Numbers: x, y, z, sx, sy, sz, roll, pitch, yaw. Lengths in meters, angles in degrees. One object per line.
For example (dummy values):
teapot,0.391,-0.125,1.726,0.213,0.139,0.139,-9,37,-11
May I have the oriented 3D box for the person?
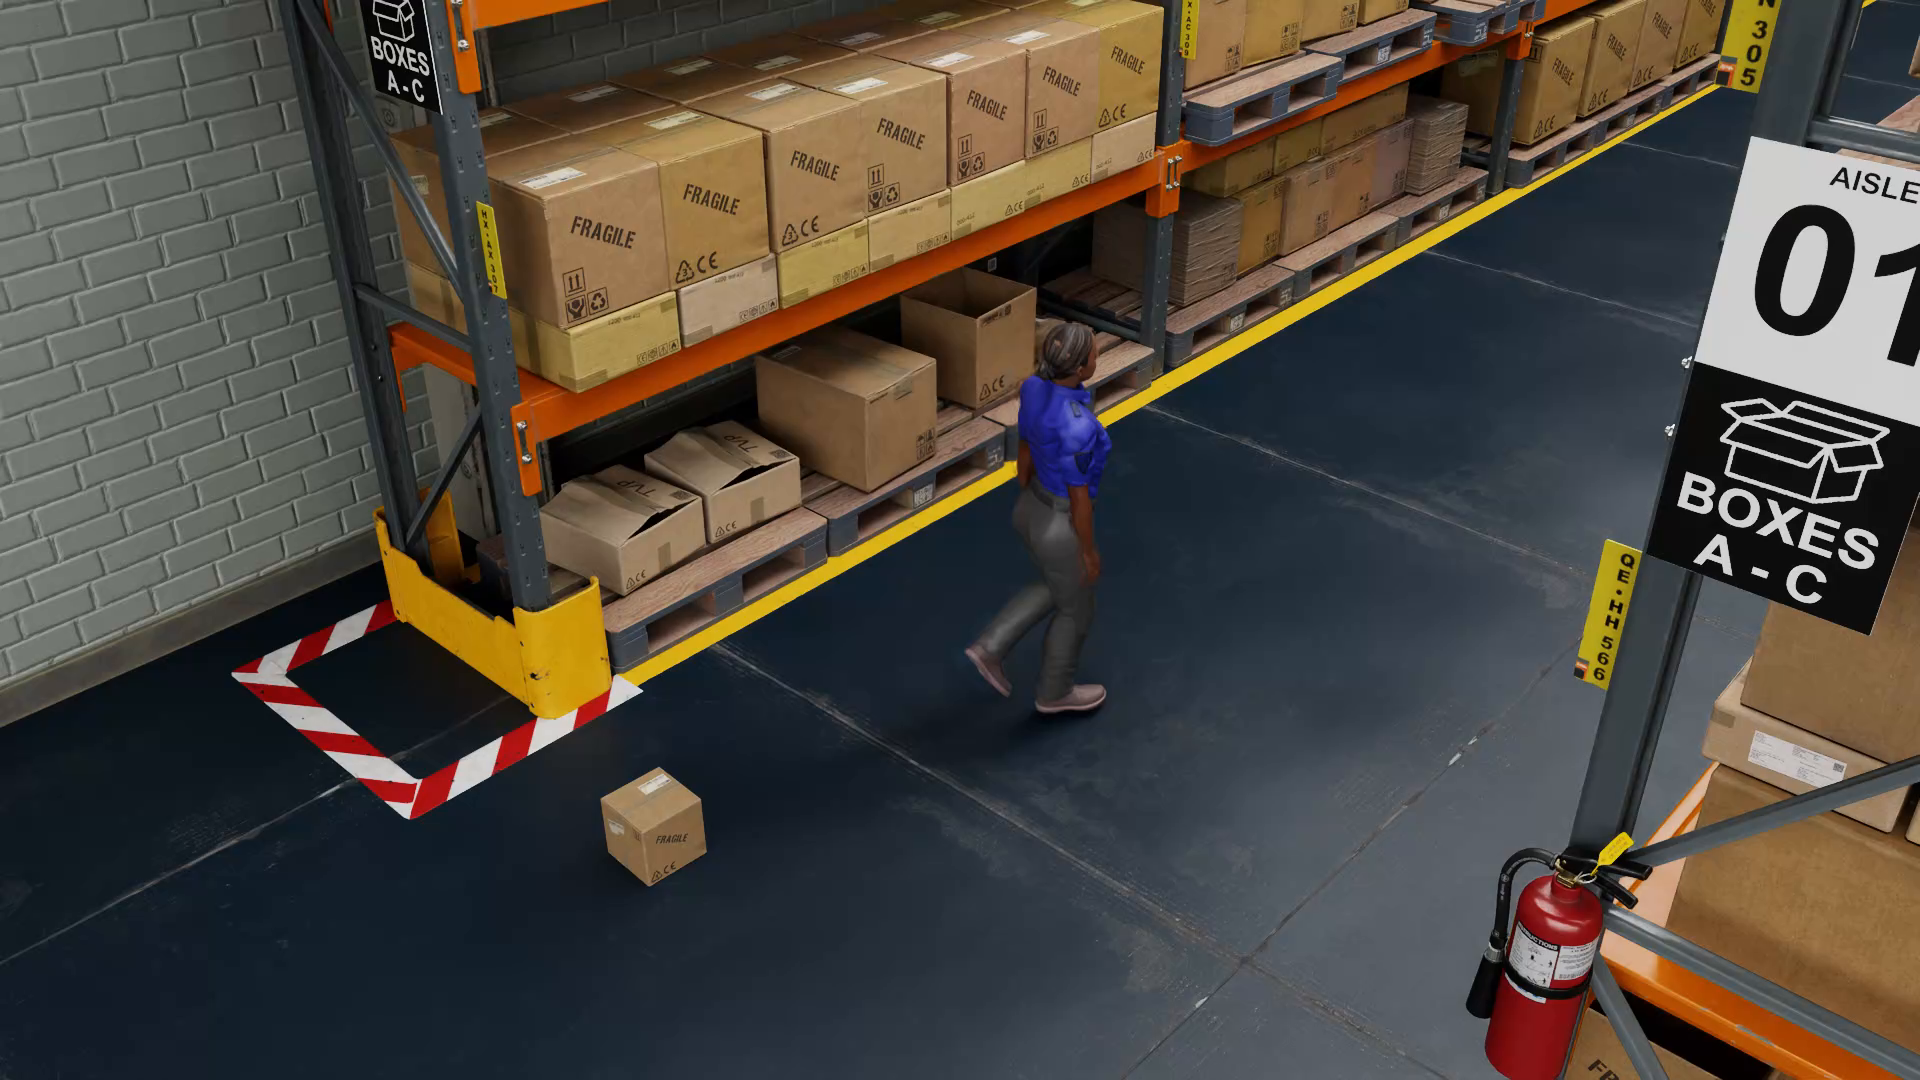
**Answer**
person,0.307,-0.046,6.172,0.545,1.642,0.455,-12,34,-19
